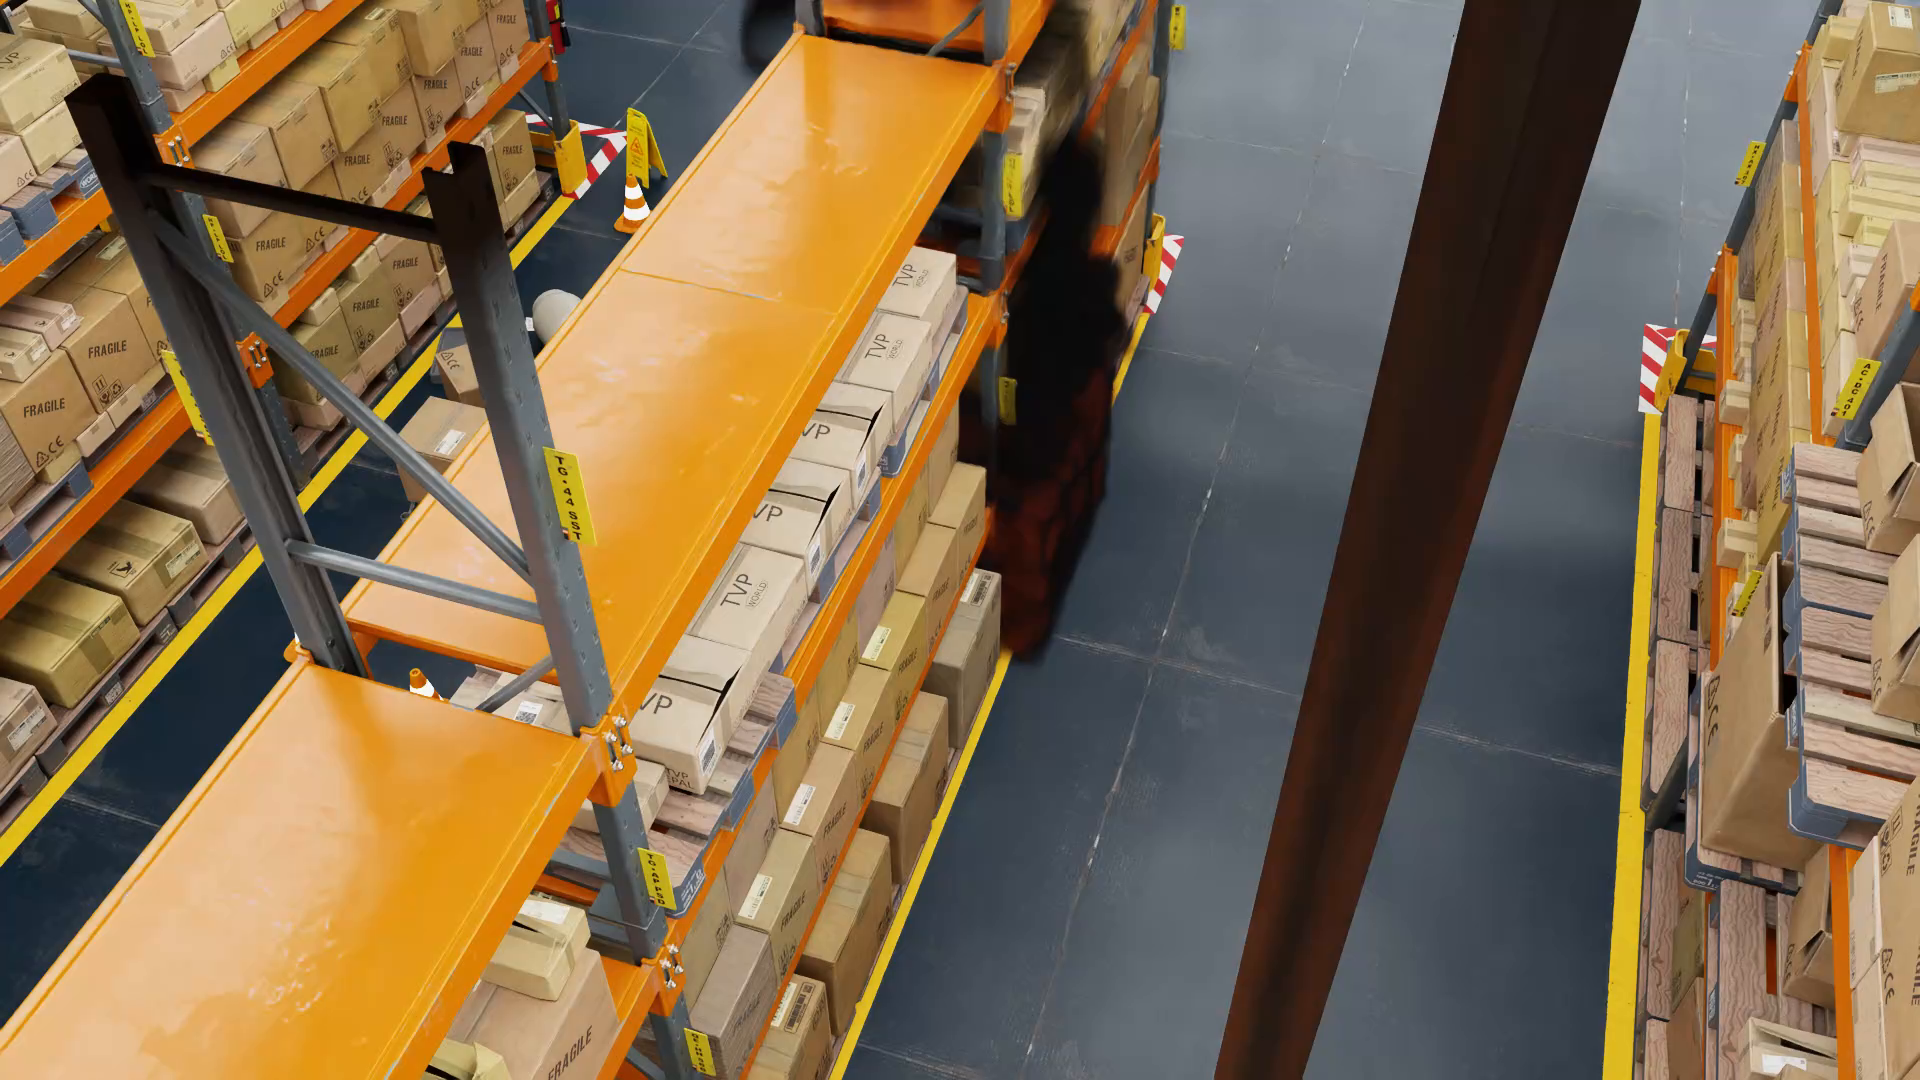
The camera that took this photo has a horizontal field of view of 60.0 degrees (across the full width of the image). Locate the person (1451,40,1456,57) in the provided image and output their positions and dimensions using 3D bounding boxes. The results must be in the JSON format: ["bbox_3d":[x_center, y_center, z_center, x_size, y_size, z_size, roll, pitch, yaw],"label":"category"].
[{"bbox_3d":[4.556,-4.443,14.261,0.672,1.801,0.702,-25,51,-22],"label":"person"}]
